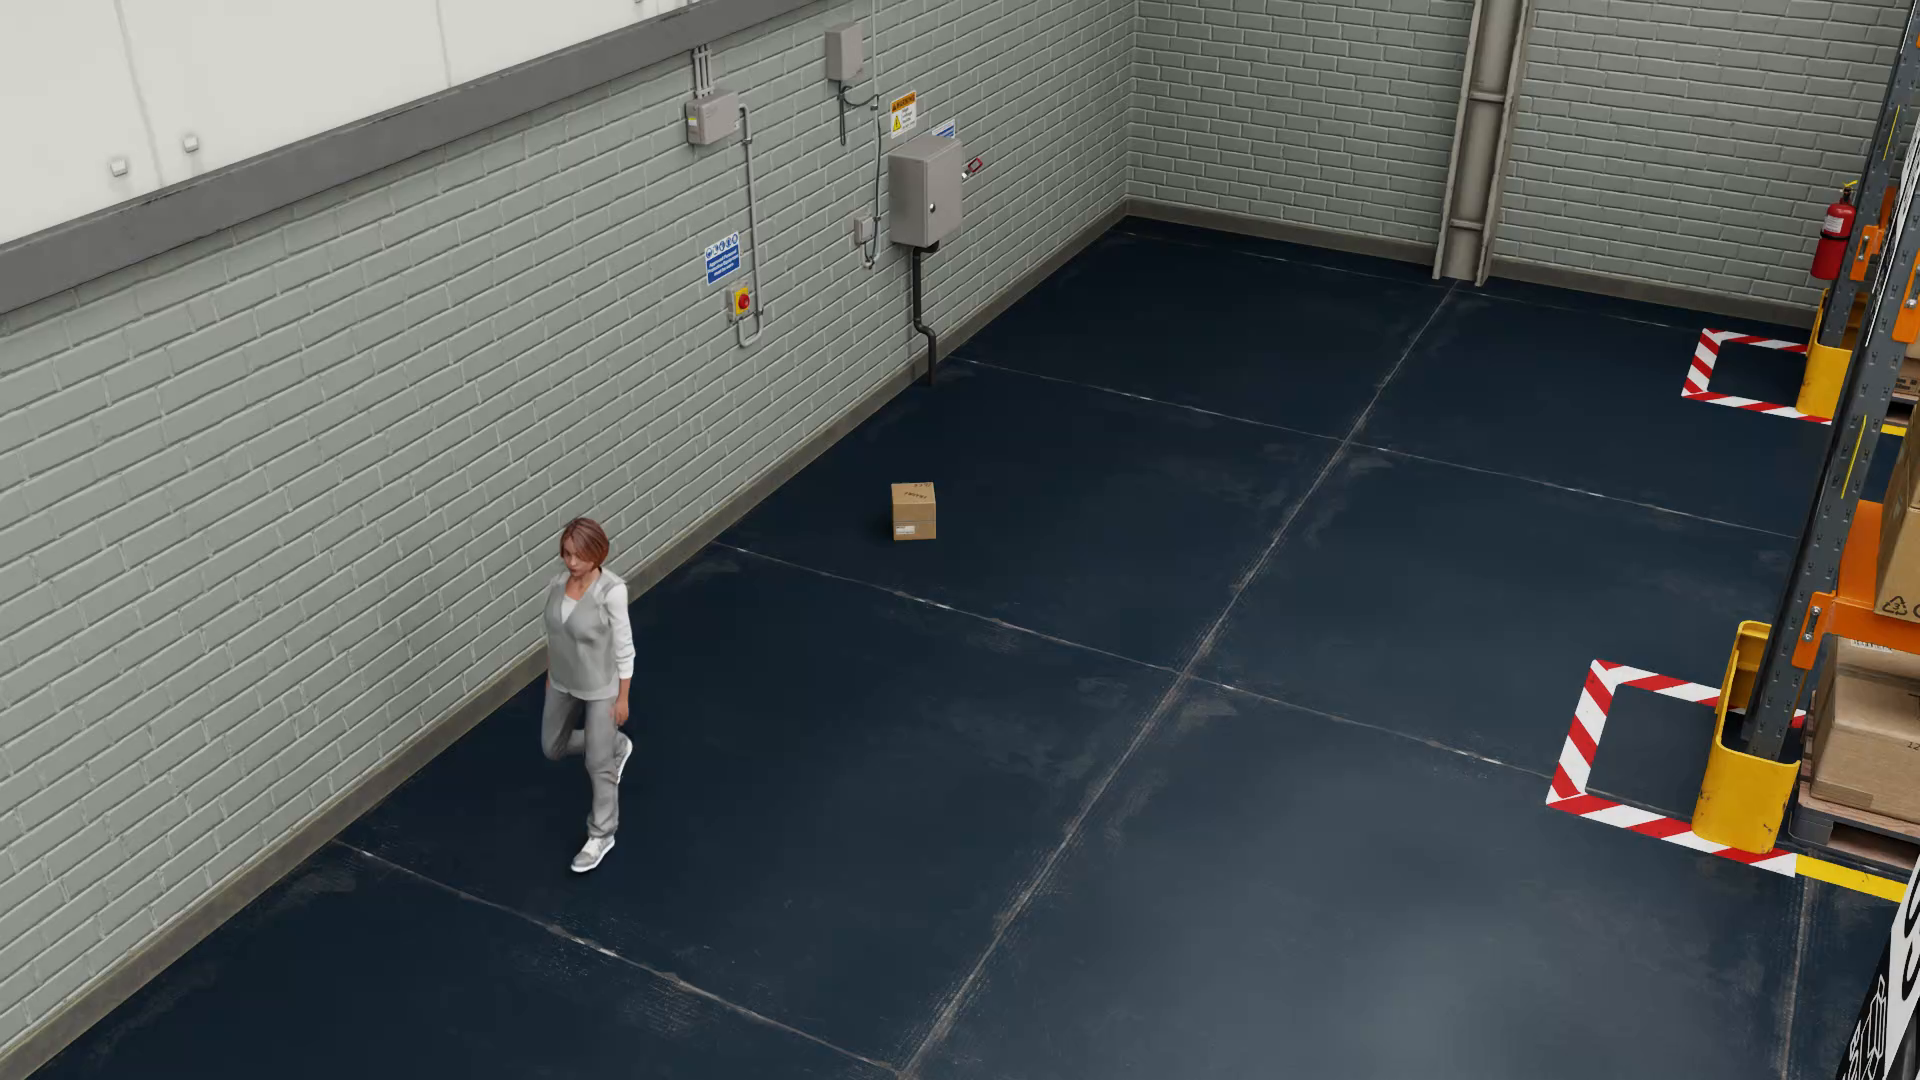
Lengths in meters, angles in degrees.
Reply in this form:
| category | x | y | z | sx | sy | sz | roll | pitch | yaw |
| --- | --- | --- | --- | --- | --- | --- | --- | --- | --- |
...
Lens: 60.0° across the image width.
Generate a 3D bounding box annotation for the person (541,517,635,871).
| category | x | y | z | sx | sy | sz | roll | pitch | yaw |
| --- | --- | --- | --- | --- | --- | --- | --- | --- | --- |
| person | -1.606 | 0.633 | 7.173 | 0.447 | 1.589 | 0.629 | 16 | 34 | 24 |
